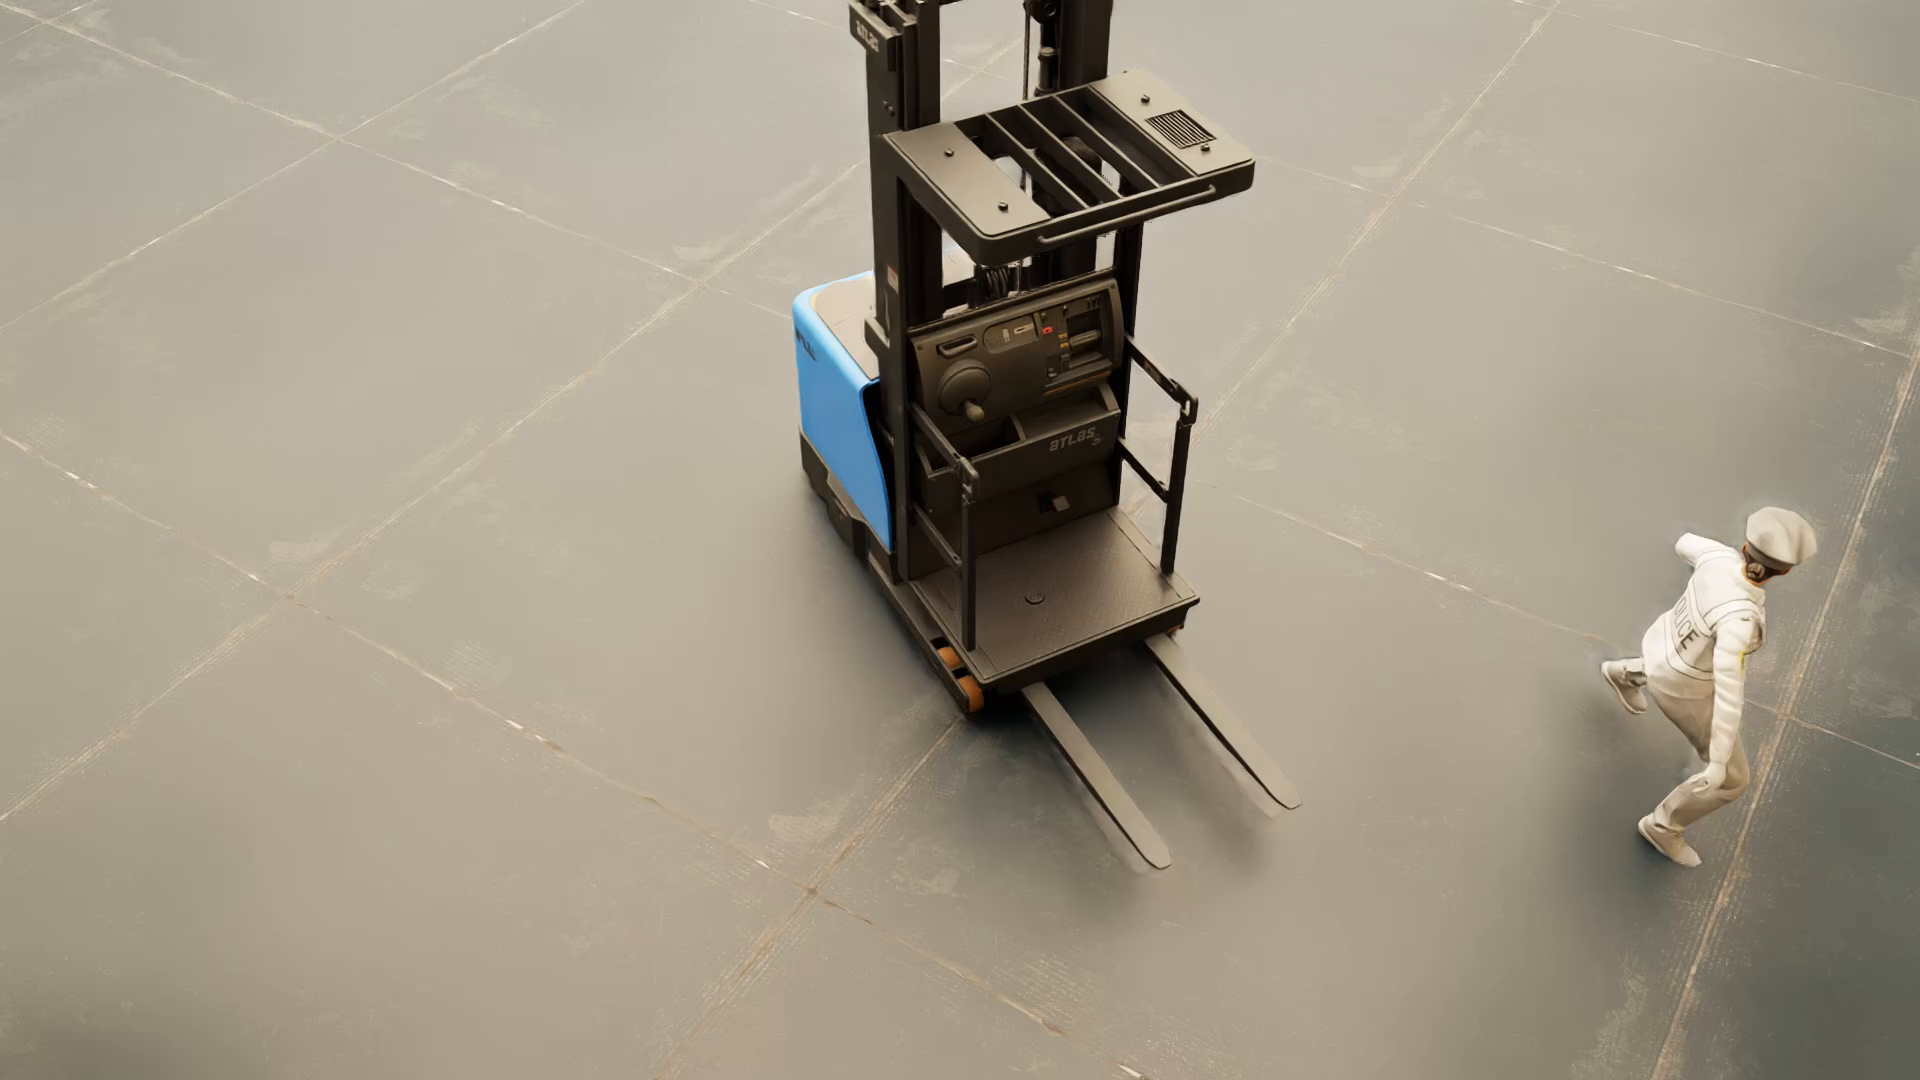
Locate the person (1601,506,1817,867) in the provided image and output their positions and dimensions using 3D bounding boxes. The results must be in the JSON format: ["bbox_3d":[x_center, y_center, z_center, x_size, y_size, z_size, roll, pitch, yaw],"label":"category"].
[{"bbox_3d":[2.842,0.525,6.361,0.468,1.554,1.042,9,44,10],"label":"person"}]

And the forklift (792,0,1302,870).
[{"bbox_3d":[0.347,-0.673,6.559,1.130,2.935,3.031,-20,47,-20],"label":"forklift"}]
